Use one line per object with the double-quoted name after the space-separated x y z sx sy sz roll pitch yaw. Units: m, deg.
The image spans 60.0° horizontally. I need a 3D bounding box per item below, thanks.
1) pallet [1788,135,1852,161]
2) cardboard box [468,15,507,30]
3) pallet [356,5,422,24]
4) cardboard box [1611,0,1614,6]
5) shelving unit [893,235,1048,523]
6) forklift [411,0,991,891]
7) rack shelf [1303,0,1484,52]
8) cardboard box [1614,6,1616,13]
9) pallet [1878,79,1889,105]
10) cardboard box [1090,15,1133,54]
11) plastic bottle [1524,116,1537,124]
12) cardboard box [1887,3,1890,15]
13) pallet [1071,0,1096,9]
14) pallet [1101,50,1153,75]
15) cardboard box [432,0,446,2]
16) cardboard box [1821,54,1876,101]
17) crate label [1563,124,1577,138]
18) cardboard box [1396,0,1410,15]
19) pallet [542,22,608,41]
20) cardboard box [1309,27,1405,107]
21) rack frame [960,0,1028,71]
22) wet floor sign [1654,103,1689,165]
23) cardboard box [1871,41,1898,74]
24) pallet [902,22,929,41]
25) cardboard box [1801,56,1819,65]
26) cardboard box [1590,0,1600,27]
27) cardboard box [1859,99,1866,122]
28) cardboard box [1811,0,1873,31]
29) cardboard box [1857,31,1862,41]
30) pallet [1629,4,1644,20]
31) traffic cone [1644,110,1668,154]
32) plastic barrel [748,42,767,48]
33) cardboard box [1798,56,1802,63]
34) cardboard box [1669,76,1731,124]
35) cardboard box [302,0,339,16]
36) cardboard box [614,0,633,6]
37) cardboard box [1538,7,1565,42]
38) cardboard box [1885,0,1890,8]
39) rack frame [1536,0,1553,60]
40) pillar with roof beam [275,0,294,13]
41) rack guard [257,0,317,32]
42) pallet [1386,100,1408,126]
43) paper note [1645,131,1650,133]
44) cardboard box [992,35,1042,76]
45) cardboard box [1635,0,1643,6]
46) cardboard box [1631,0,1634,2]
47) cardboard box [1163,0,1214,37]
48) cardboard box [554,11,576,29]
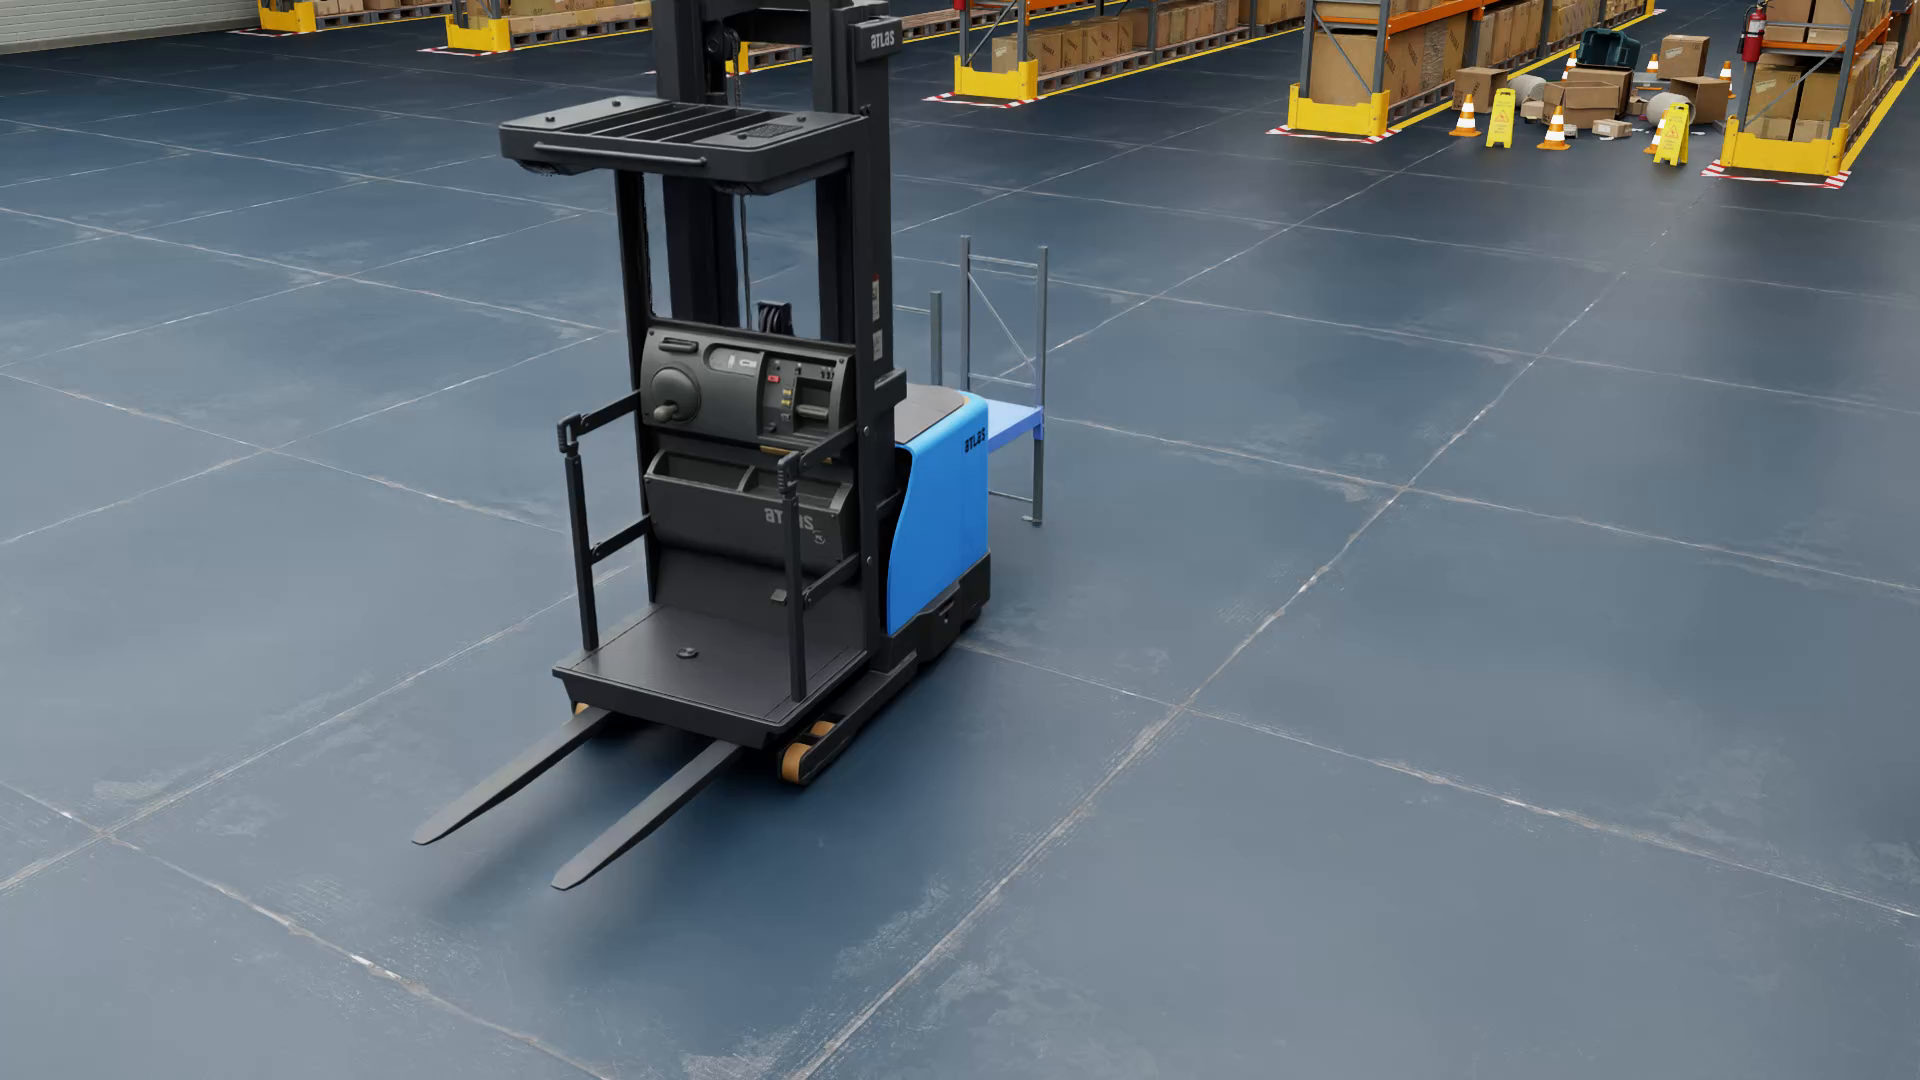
9.368 -4.406 18.662 1.003 0.211 1.213 14 27 29 "pallet"
-7.932 -8.721 28.052 0.500 0.250 0.500 14 27 29 "cardboard box"
-11.032 -10.007 31.600 1.003 0.211 1.213 14 27 29 "pallet"
11.703 -9.807 30.314 0.380 0.149 0.250 12 26 26 "cardboard box"
-0.041 -0.665 8.399 0.538 1.500 1.048 14 27 28 "shelving unit"
-0.952 -0.580 6.401 1.130 2.935 3.031 11 26 24 "forklift"
5.665 -6.741 21.452 1.077 0.370 4.000 14 27 29 "rack shelf"
11.836 -9.765 30.592 0.380 0.149 0.250 13 26 27 "cardboard box"
12.031 -6.140 22.668 1.003 0.211 1.213 14 27 29 "pallet"
2.315 -7.739 25.469 0.500 0.500 0.500 13 27 27 "cardboard box"
7.159 -5.277 20.863 0.133 0.061 0.283 5 24 11 "plastic bottle"
11.068 -6.456 20.203 0.380 0.149 0.250 14 27 28 "cardboard box"
2.129 -11.027 33.956 1.003 0.211 1.213 14 27 29 "pallet"
2.236 -7.306 25.362 1.003 0.211 1.213 14 27 29 "pallet"
-10.321 -10.649 32.586 0.380 0.166 0.250 10 25 22 "cardboard box"
10.360 -5.418 19.478 0.500 0.500 0.500 15 28 32 "cardboard box"
7.239 -4.891 19.876 0.250 0.136 0.298 1 23 2 "crate label"
5.039 -6.790 20.471 0.875 0.550 0.550 14 27 29 "cardboard box"
-6.952 -8.945 29.146 1.003 0.211 1.213 14 27 29 "pallet"
4.912 -5.857 20.649 0.875 0.875 0.875 14 27 29 "cardboard box"
0.450 -7.470 22.230 1.000 3.000 0.127 14 27 29 "rack frame"
7.860 -4.473 18.270 0.232 0.644 0.267 -17 29 -35 "wet floor sign"
12.782 -6.892 23.673 0.950 0.372 0.625 12 26 25 "cardboard box"
-1.267 -8.851 28.931 1.003 0.211 1.213 14 27 29 "pallet"
9.615 -5.339 19.296 0.500 0.500 0.500 13 27 28 "cardboard box"
10.764 -9.190 28.820 0.500 0.500 0.500 13 27 28 "cardboard box"
10.351 -5.066 19.609 0.500 0.250 0.500 14 27 30 "cardboard box"
9.354 -5.677 17.589 0.500 0.500 0.500 13 27 28 "cardboard box"
9.554 -5.510 18.018 0.380 0.149 0.250 13 27 27 "cardboard box"
12.551 -10.225 32.103 1.003 0.211 1.213 14 27 29 "pallet"
8.000 -4.645 18.896 0.336 0.463 0.334 14 27 29 "traffic cone"
-3.211 -7.966 25.979 0.421 0.512 0.421 0 23 0 "plastic barrel"
9.342 -5.513 18.881 0.380 0.149 0.250 14 27 30 "cardboard box"
9.258 -5.521 20.870 0.500 0.500 0.500 -7 24 -17 "cardboard box"
-11.733 -9.767 30.366 0.500 0.311 0.500 11 26 23 "cardboard box"
-6.187 -9.804 29.609 0.500 0.500 0.500 14 27 29 "cardboard box"
9.420 -8.327 26.828 0.500 0.500 0.500 13 26 27 "cardboard box"
10.690 -6.548 19.601 0.500 0.500 0.500 15 28 31 "cardboard box"
8.830 -9.097 25.987 1.000 3.000 0.127 14 27 29 "rack frame"
-8.883 -12.853 27.112 9.100 9.000 0.400 14 27 29 "pillar with roof beam"
-12.135 -9.463 29.979 1.175 0.500 0.348 14 27 29 "rack guard"
4.966 -5.403 20.965 1.003 0.211 1.213 14 27 29 "pallet"
8.338 -4.947 20.165 0.032 0.001 0.123 14 27 29 "paper note"
0.793 -6.723 23.122 0.500 0.500 0.500 20 30 38 "cardboard box"
12.900 -10.352 31.946 0.380 0.149 0.250 15 27 31 "cardboard box"
12.479 -10.226 31.282 0.380 0.149 0.250 14 27 30 "cardboard box"
3.758 -8.612 27.460 0.700 0.500 0.500 16 28 33 "cardboard box"
-6.968 -8.951 28.583 0.500 0.250 0.500 14 27 29 "cardboard box"
